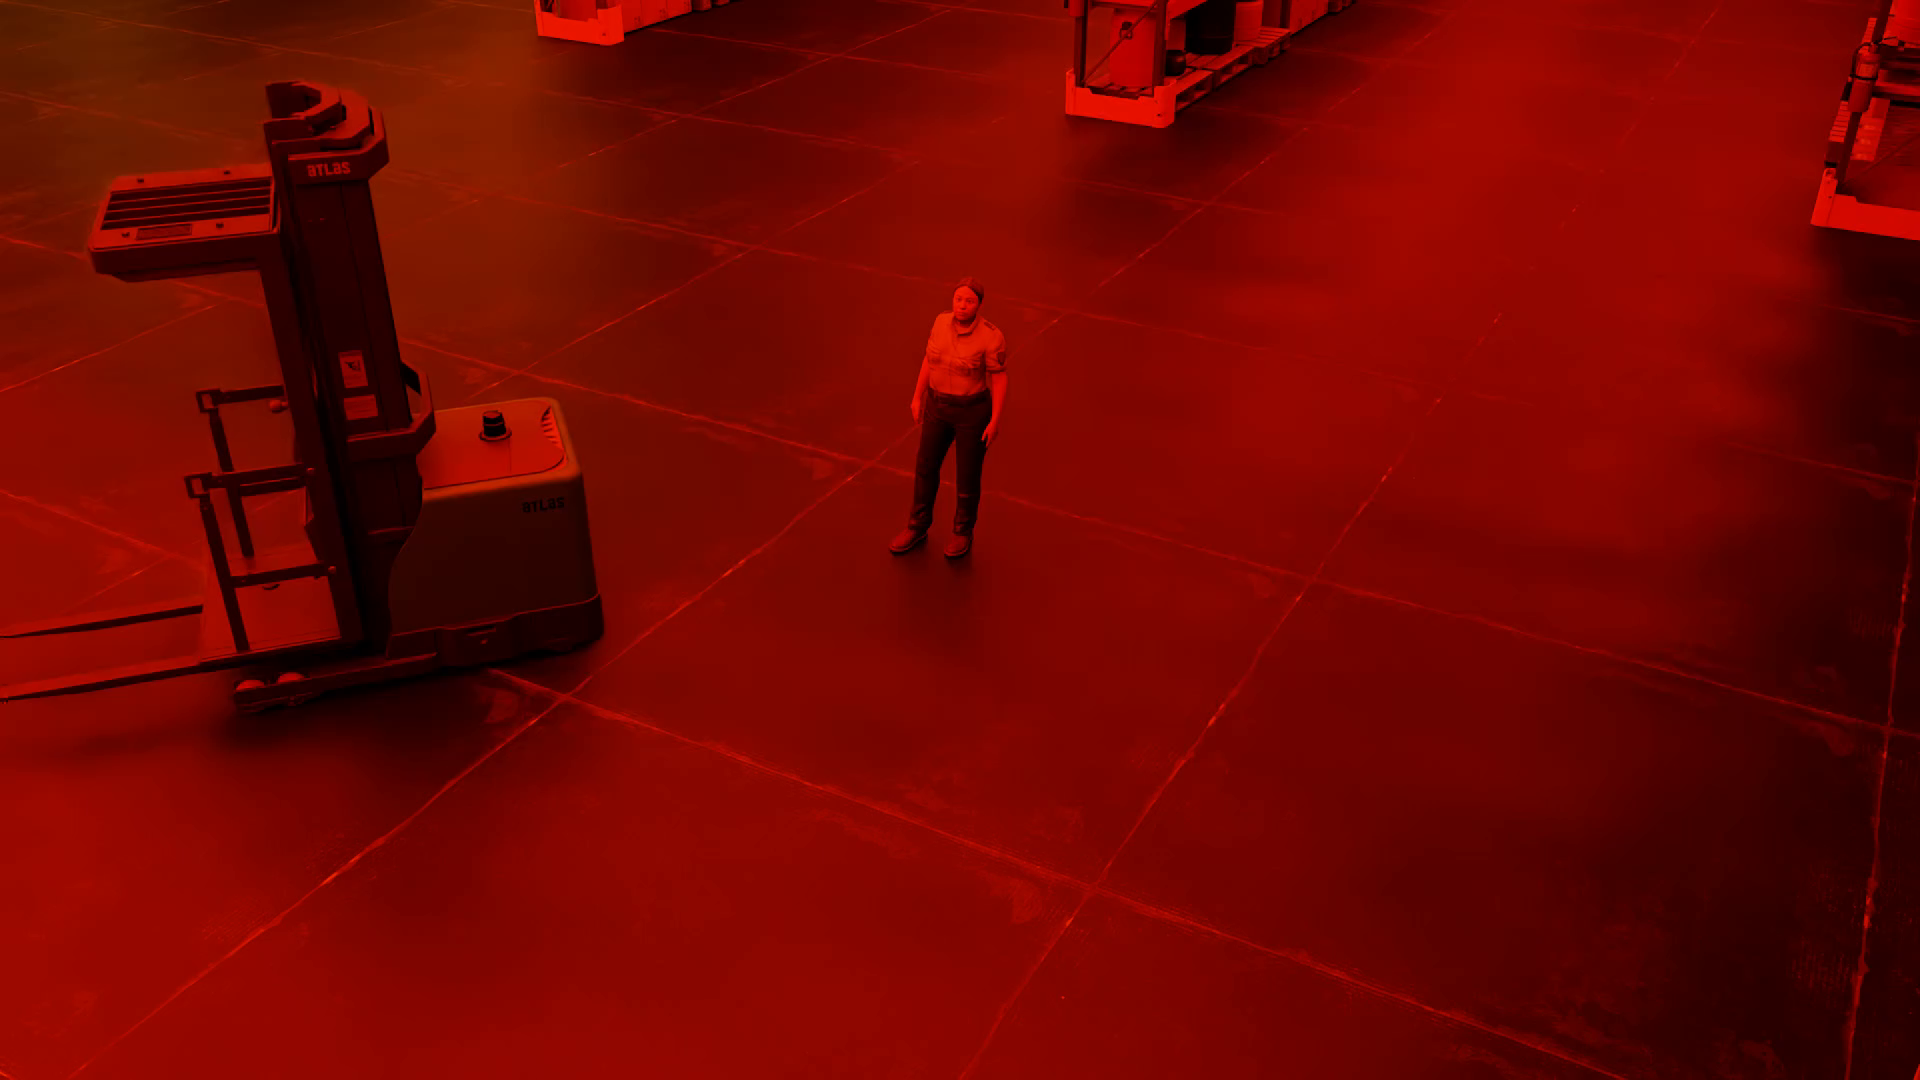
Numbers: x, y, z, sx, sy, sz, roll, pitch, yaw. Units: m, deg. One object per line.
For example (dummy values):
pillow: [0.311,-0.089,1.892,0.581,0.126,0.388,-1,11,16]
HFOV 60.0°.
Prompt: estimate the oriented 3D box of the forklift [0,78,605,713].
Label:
forklift: [-3.501,-0.687,8.260,3.031,2.935,1.130,-10,31,-16]

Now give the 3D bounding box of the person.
person: [-0.063,-0.686,9.528,0.599,1.650,0.501,15,33,25]
